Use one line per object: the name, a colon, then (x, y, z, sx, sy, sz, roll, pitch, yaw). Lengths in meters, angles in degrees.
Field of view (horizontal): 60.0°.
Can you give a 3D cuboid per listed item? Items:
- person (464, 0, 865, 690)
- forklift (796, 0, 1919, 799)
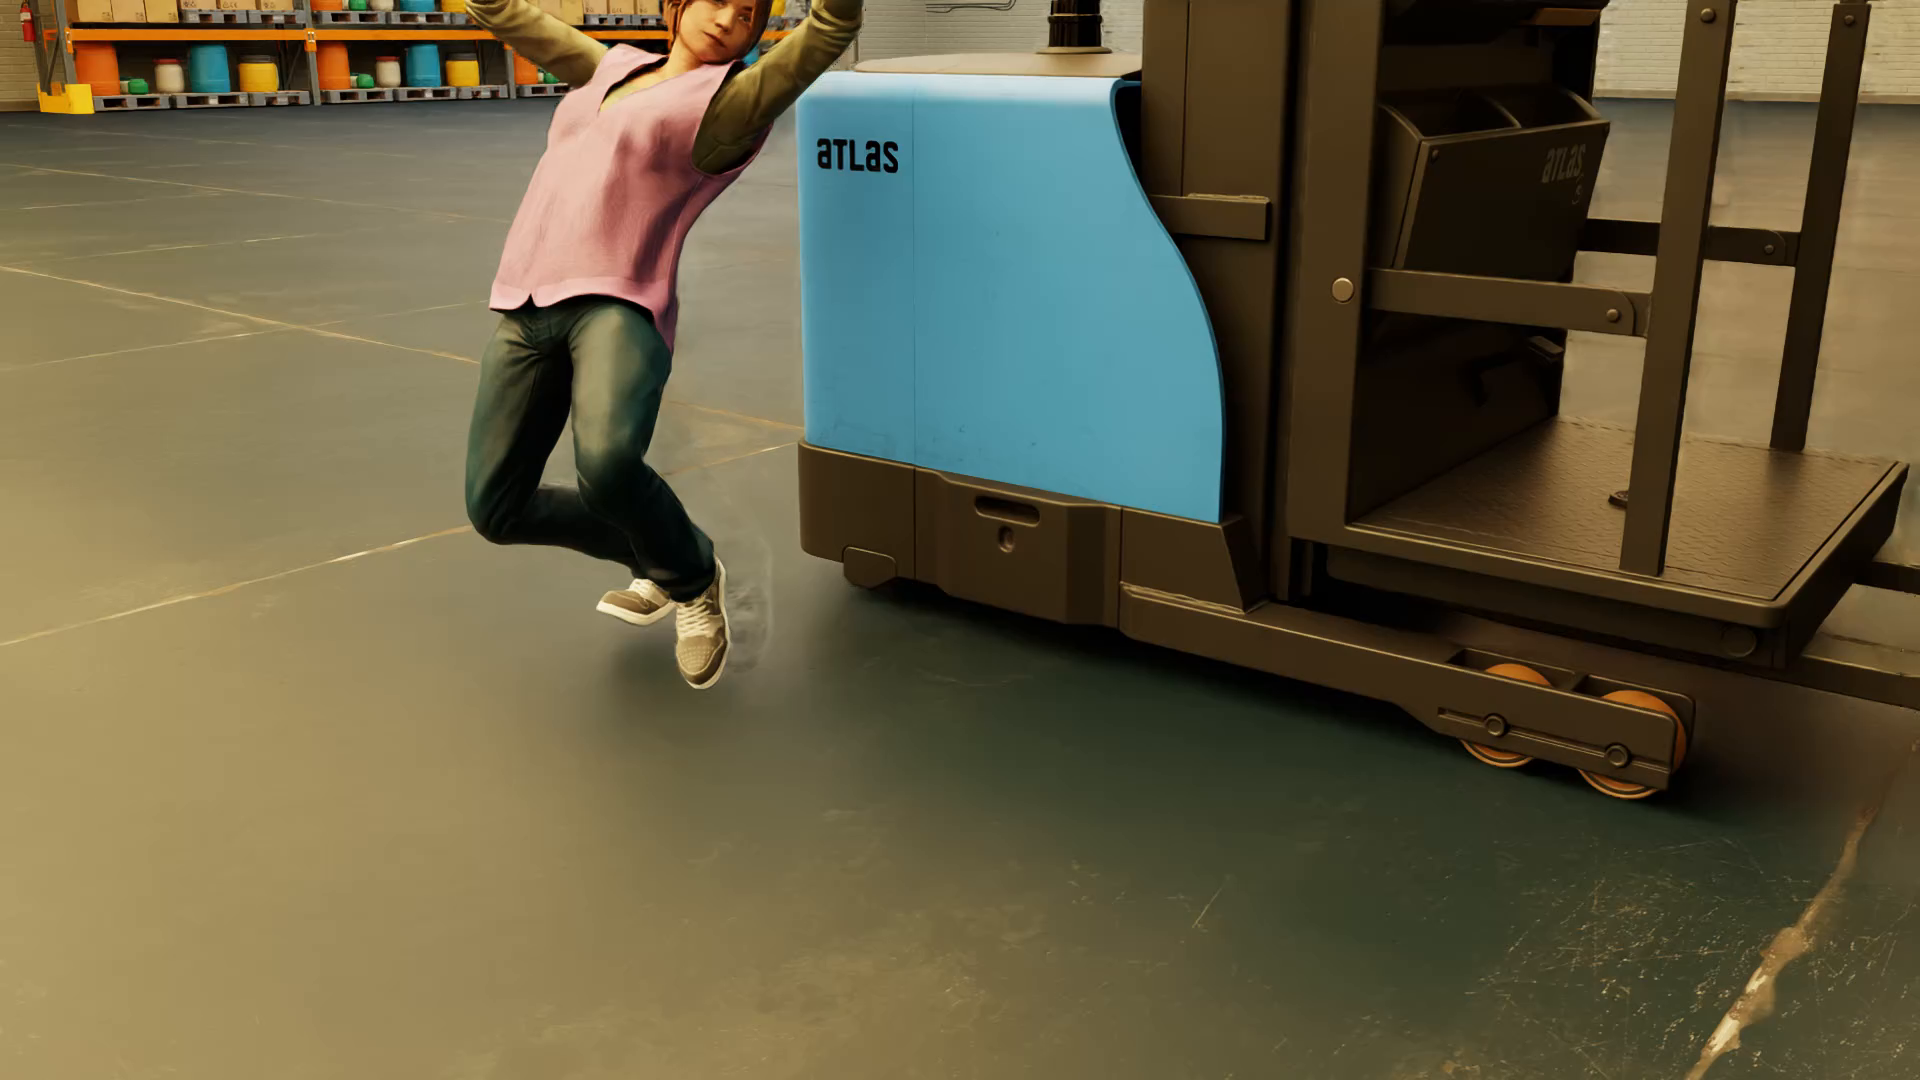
person: (-0.499, -0.476, 2.921, 0.884, 1.503, 0.701, 11, 20, 32)
forklift: (1.130, -1.171, 2.754, 3.031, 2.935, 1.130, 12, 21, 35)
